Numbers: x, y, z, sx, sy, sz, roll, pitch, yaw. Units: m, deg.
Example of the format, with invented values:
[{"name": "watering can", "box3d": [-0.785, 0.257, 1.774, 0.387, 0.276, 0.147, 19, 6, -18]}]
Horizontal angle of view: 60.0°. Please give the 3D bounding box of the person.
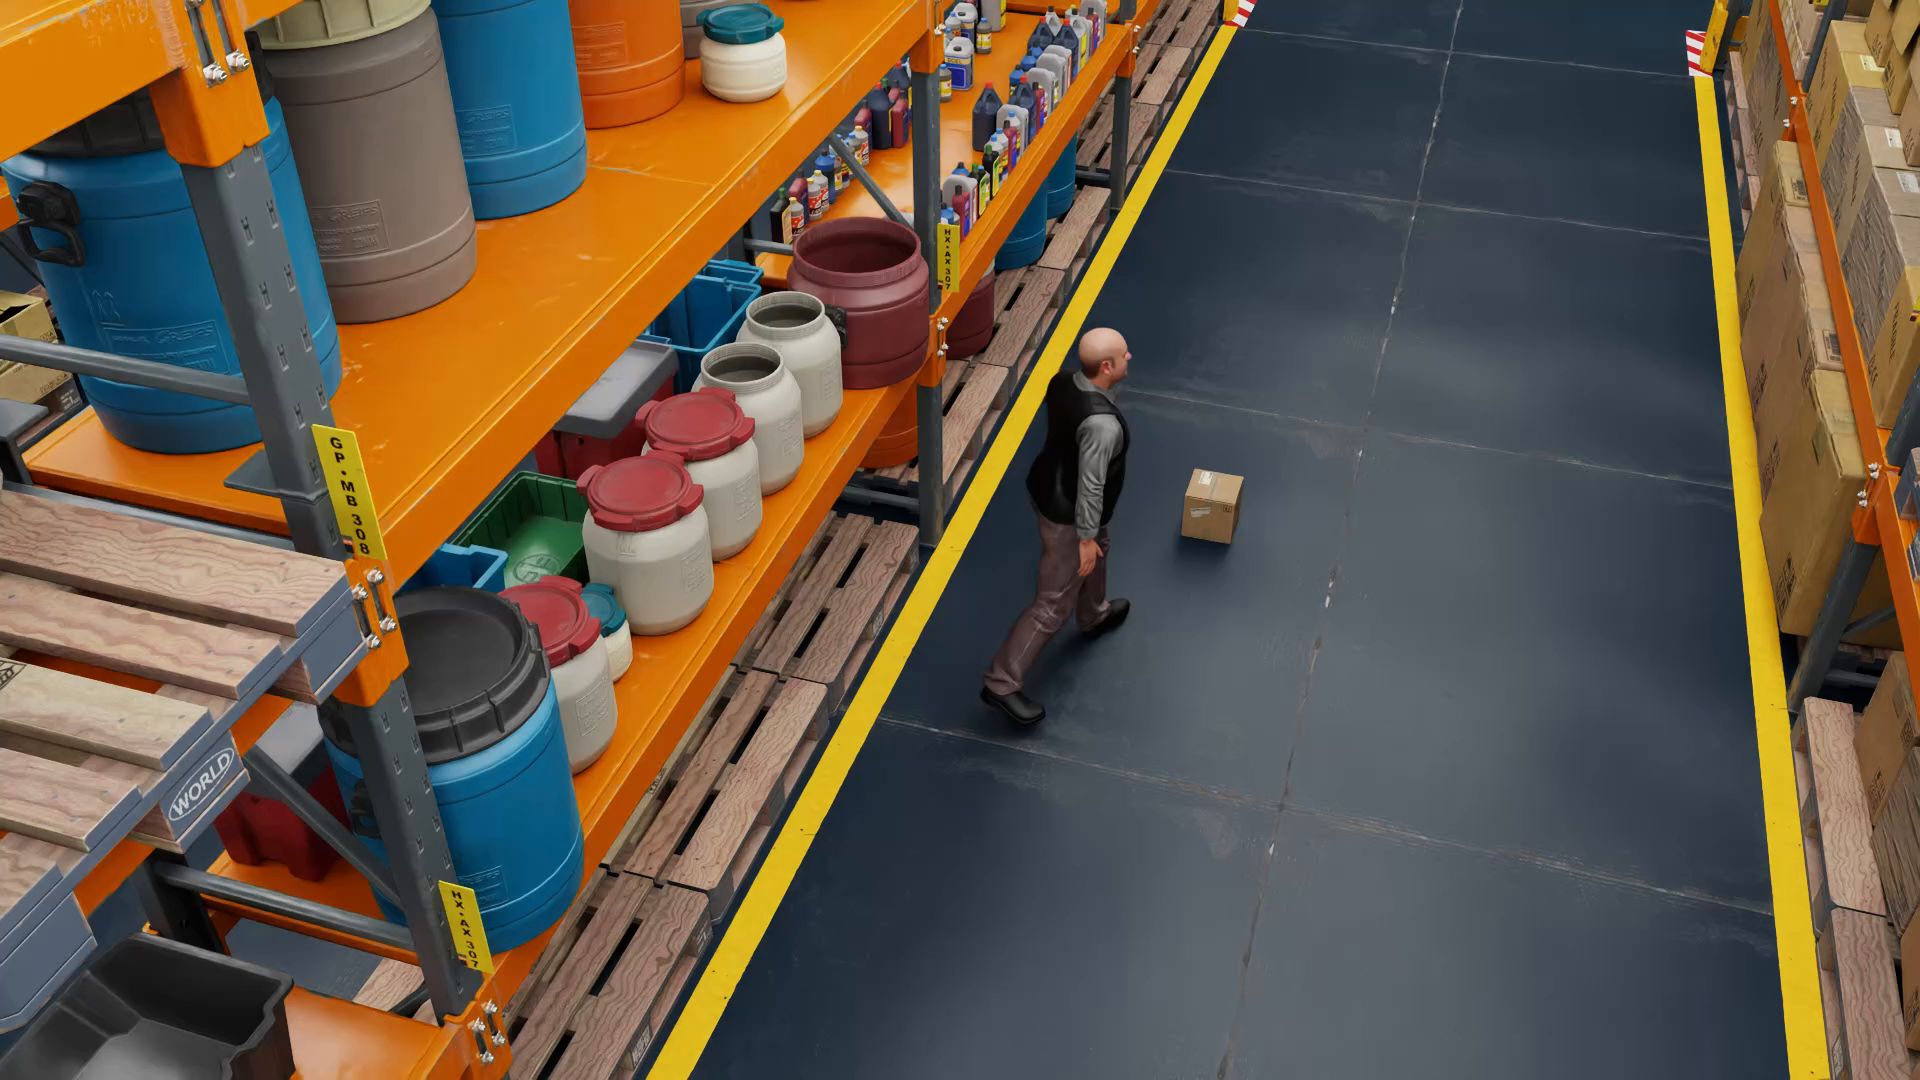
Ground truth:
[{"name": "person", "box3d": [0.455, -0.095, 7.069, 0.890, 1.673, 0.770, -10, 38, -13]}]
